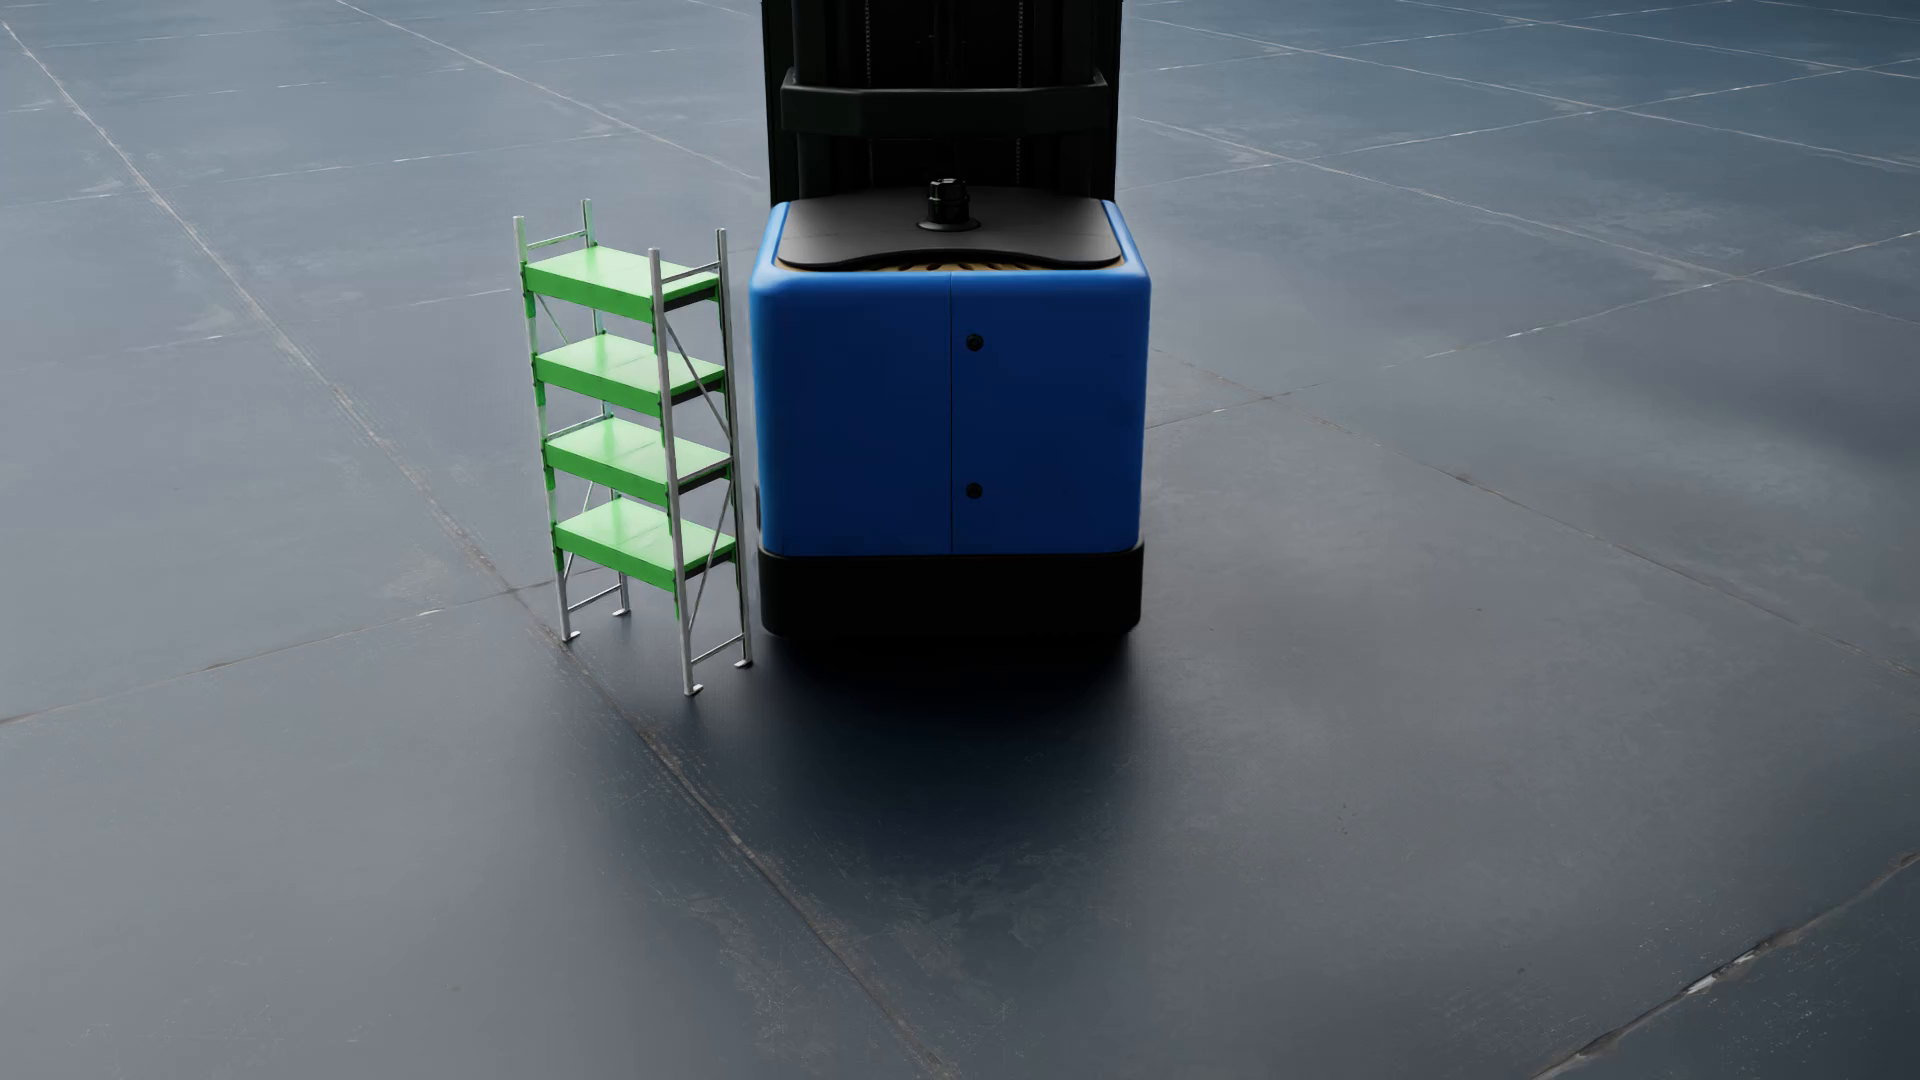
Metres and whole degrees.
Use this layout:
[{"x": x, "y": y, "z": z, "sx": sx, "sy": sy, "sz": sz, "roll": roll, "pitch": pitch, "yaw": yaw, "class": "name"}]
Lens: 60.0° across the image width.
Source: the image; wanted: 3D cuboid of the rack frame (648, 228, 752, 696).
[{"x": -0.648, "y": -0.174, "z": 4.213, "sx": 0.015, "sy": 1.200, "sz": 0.240, "roll": 18, "pitch": 31, "yaw": 33, "class": "rack frame"}]

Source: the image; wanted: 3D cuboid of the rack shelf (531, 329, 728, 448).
[{"x": -0.841, "y": -0.397, "z": 4.272, "sx": 0.480, "sy": 0.148, "sz": 0.258, "roll": 18, "pitch": 31, "yaw": 33, "class": "rack shelf"}]

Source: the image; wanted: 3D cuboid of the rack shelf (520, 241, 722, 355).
[{"x": -0.841, "y": -0.614, "z": 4.170, "sx": 0.480, "sy": 0.148, "sz": 0.258, "roll": 18, "pitch": 31, "yaw": 33, "class": "rack shelf"}]

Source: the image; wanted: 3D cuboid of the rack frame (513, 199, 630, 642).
[{"x": -1.035, "y": -0.301, "z": 4.482, "sx": 0.015, "sy": 1.200, "sz": 0.240, "roll": 18, "pitch": 31, "yaw": 33, "class": "rack frame"}]

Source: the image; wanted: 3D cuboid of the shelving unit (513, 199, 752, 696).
[{"x": -0.841, "y": -0.237, "z": 4.348, "sx": 0.503, "sy": 1.200, "sz": 0.258, "roll": 18, "pitch": 31, "yaw": 33, "class": "shelving unit"}]

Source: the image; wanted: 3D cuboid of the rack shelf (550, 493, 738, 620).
[{"x": -0.841, "y": 0.037, "z": 4.477, "sx": 0.480, "sy": 0.148, "sz": 0.258, "roll": 18, "pitch": 31, "yaw": 33, "class": "rack shelf"}]

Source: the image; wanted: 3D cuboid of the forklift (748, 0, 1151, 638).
[{"x": -0.062, "y": -1.644, "z": 5.299, "sx": 1.130, "sy": 2.935, "sz": 3.031, "roll": -1, "pitch": 25, "yaw": -1, "class": "forklift"}]

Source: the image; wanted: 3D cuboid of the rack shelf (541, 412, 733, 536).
[{"x": -0.841, "y": -0.180, "z": 4.375, "sx": 0.480, "sy": 0.148, "sz": 0.258, "roll": 18, "pitch": 31, "yaw": 33, "class": "rack shelf"}]
